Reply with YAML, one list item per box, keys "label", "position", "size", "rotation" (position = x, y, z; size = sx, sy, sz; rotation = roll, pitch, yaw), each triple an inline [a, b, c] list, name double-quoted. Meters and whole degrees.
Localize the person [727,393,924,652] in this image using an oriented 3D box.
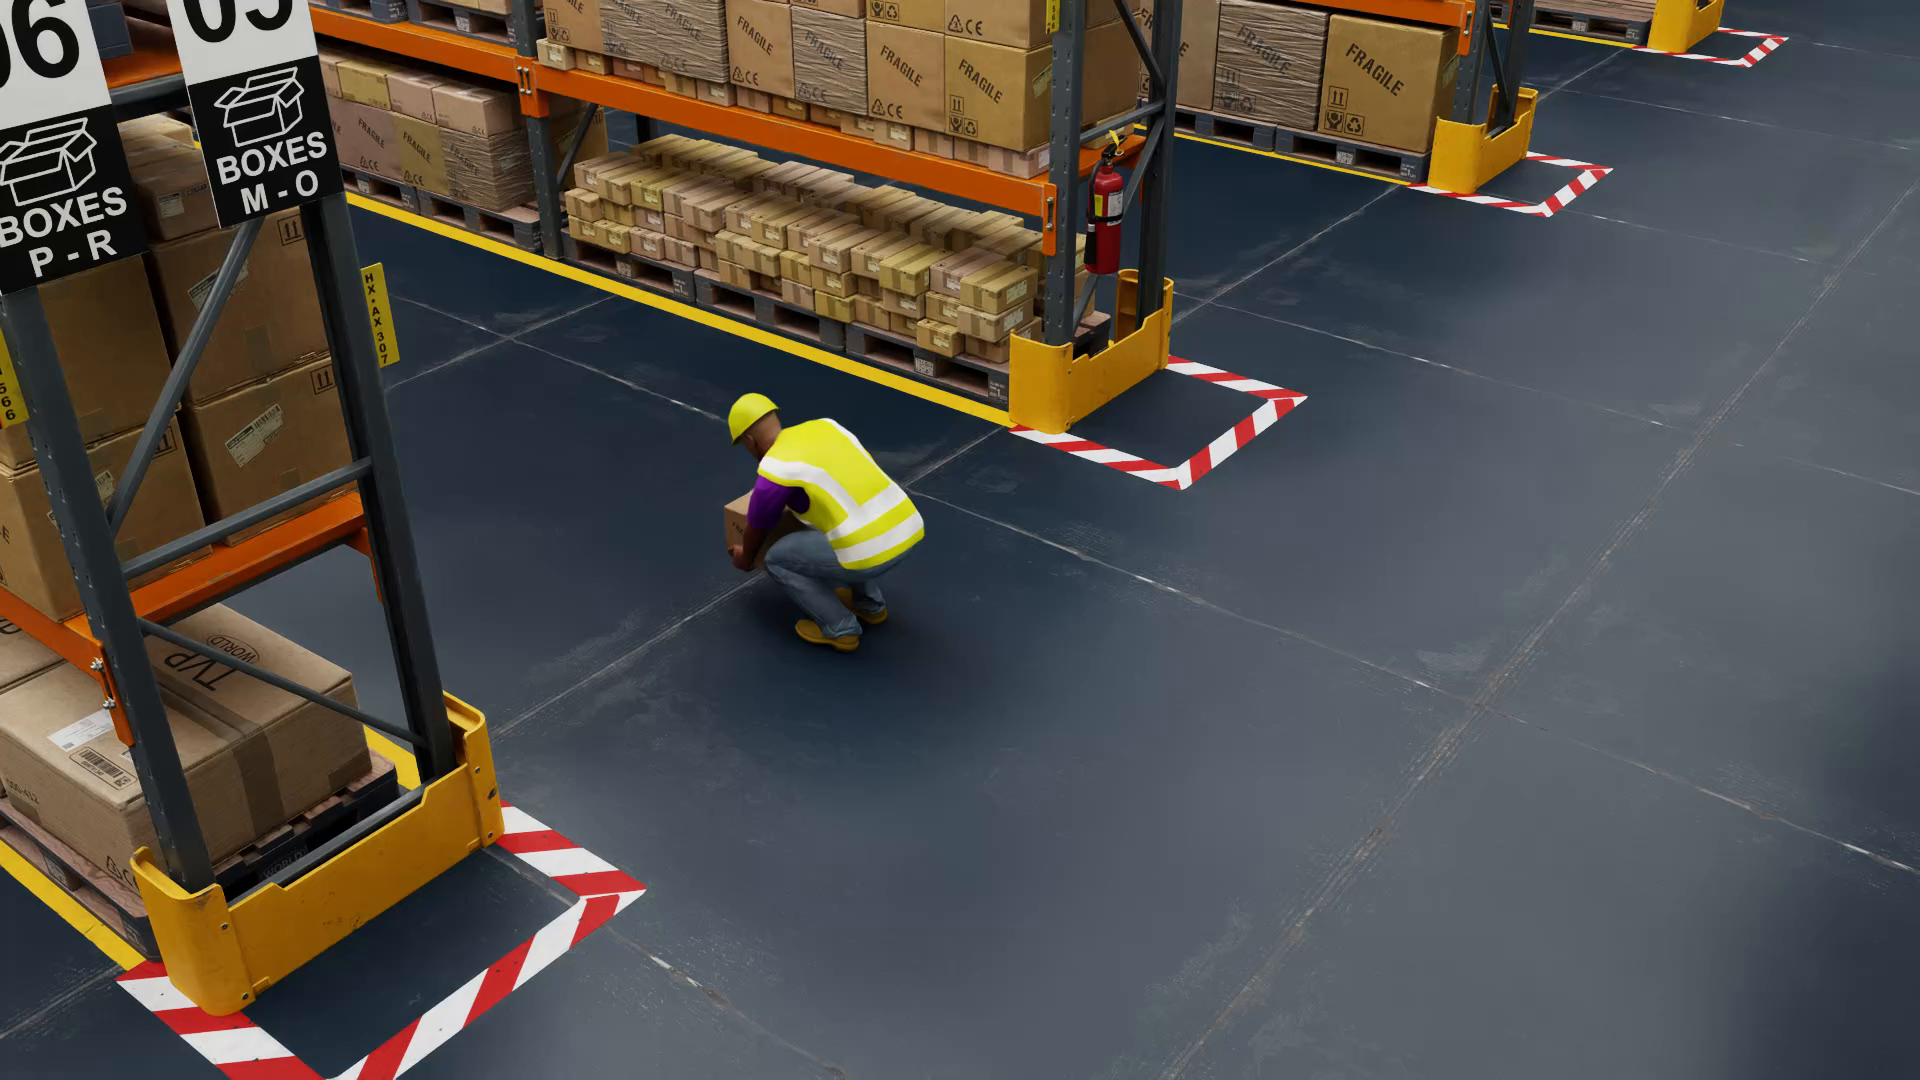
- label: "person"
  position: [-0.605, -0.084, 6.999]
  size: [0.897, 1.011, 0.542]
  rotation: [20, 36, 30]
